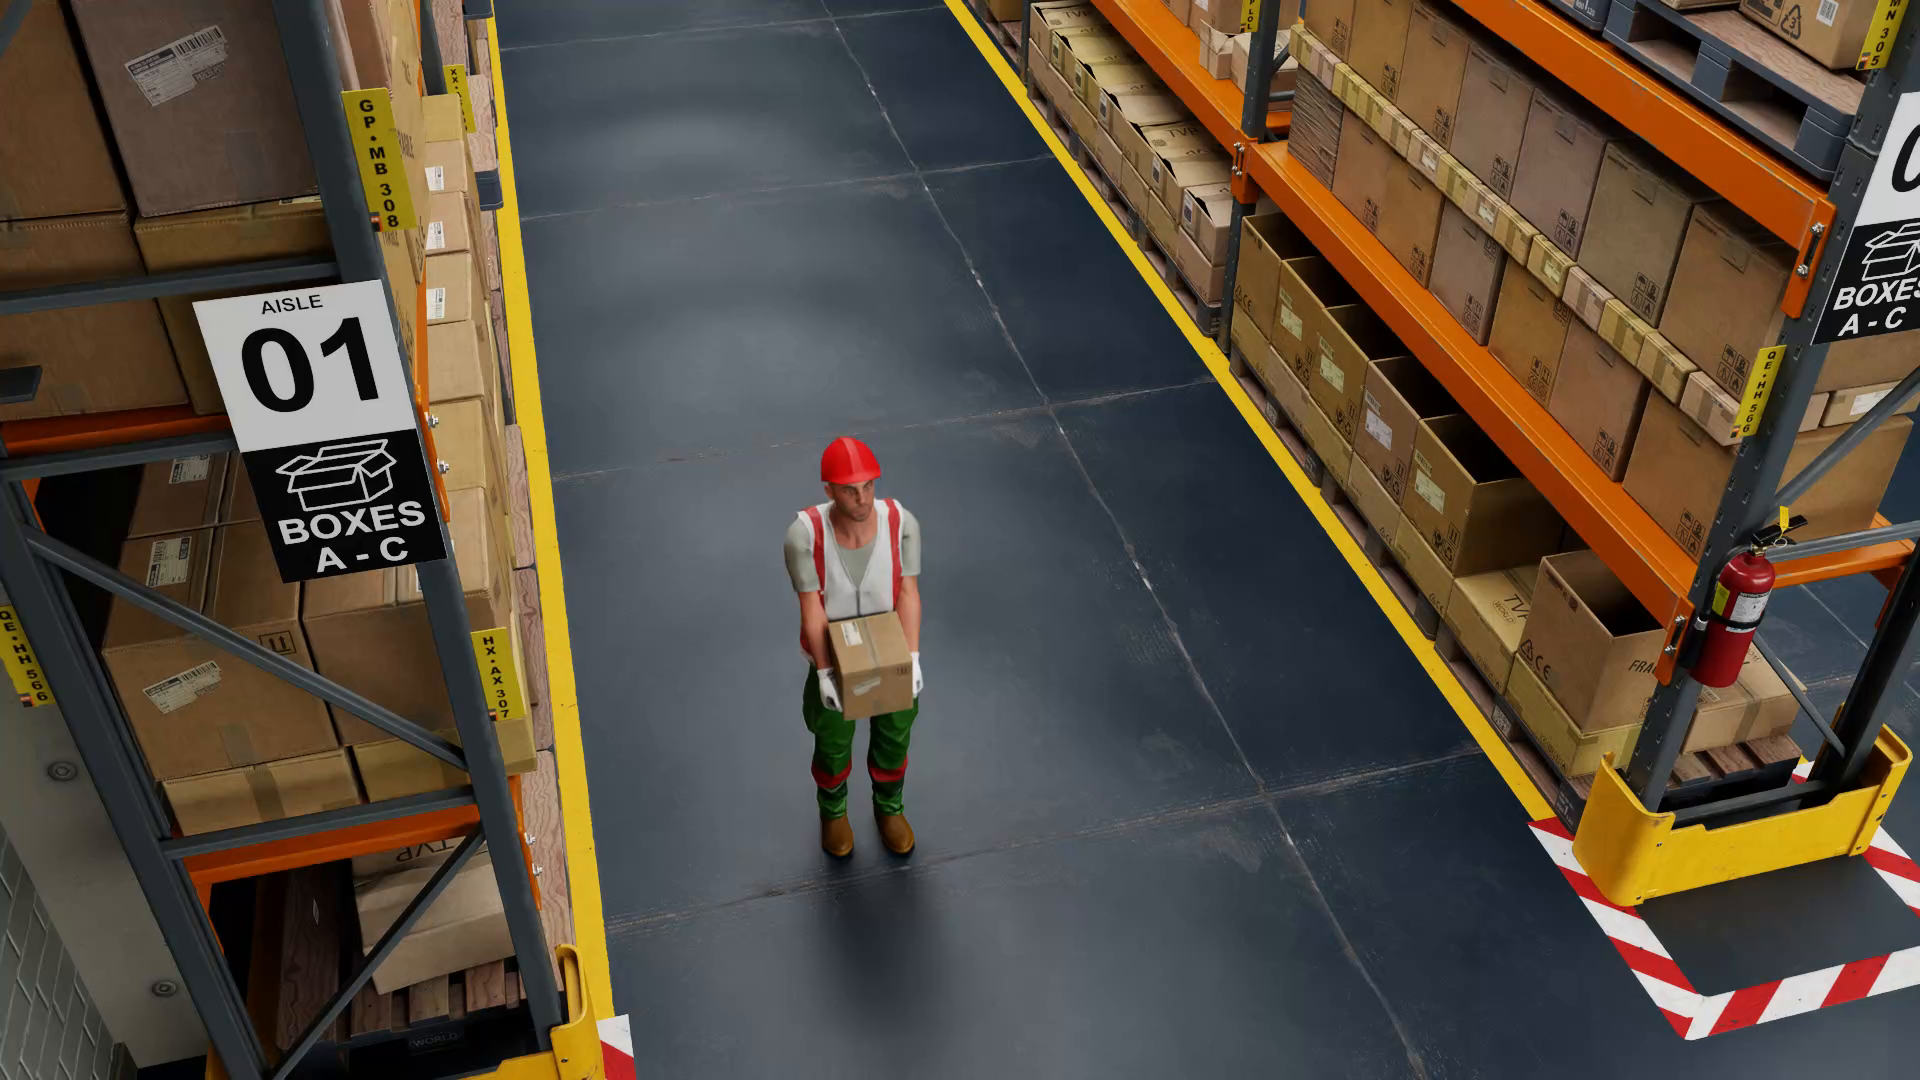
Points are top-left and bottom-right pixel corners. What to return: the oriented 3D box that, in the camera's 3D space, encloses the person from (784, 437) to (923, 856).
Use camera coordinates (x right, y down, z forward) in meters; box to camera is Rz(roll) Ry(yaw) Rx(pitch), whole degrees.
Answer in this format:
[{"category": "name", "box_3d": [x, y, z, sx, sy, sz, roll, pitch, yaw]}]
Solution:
[{"category": "person", "box_3d": [-0.347, 0.472, 6.094, 0.494, 1.782, 0.573, -9, 39, -12]}]
